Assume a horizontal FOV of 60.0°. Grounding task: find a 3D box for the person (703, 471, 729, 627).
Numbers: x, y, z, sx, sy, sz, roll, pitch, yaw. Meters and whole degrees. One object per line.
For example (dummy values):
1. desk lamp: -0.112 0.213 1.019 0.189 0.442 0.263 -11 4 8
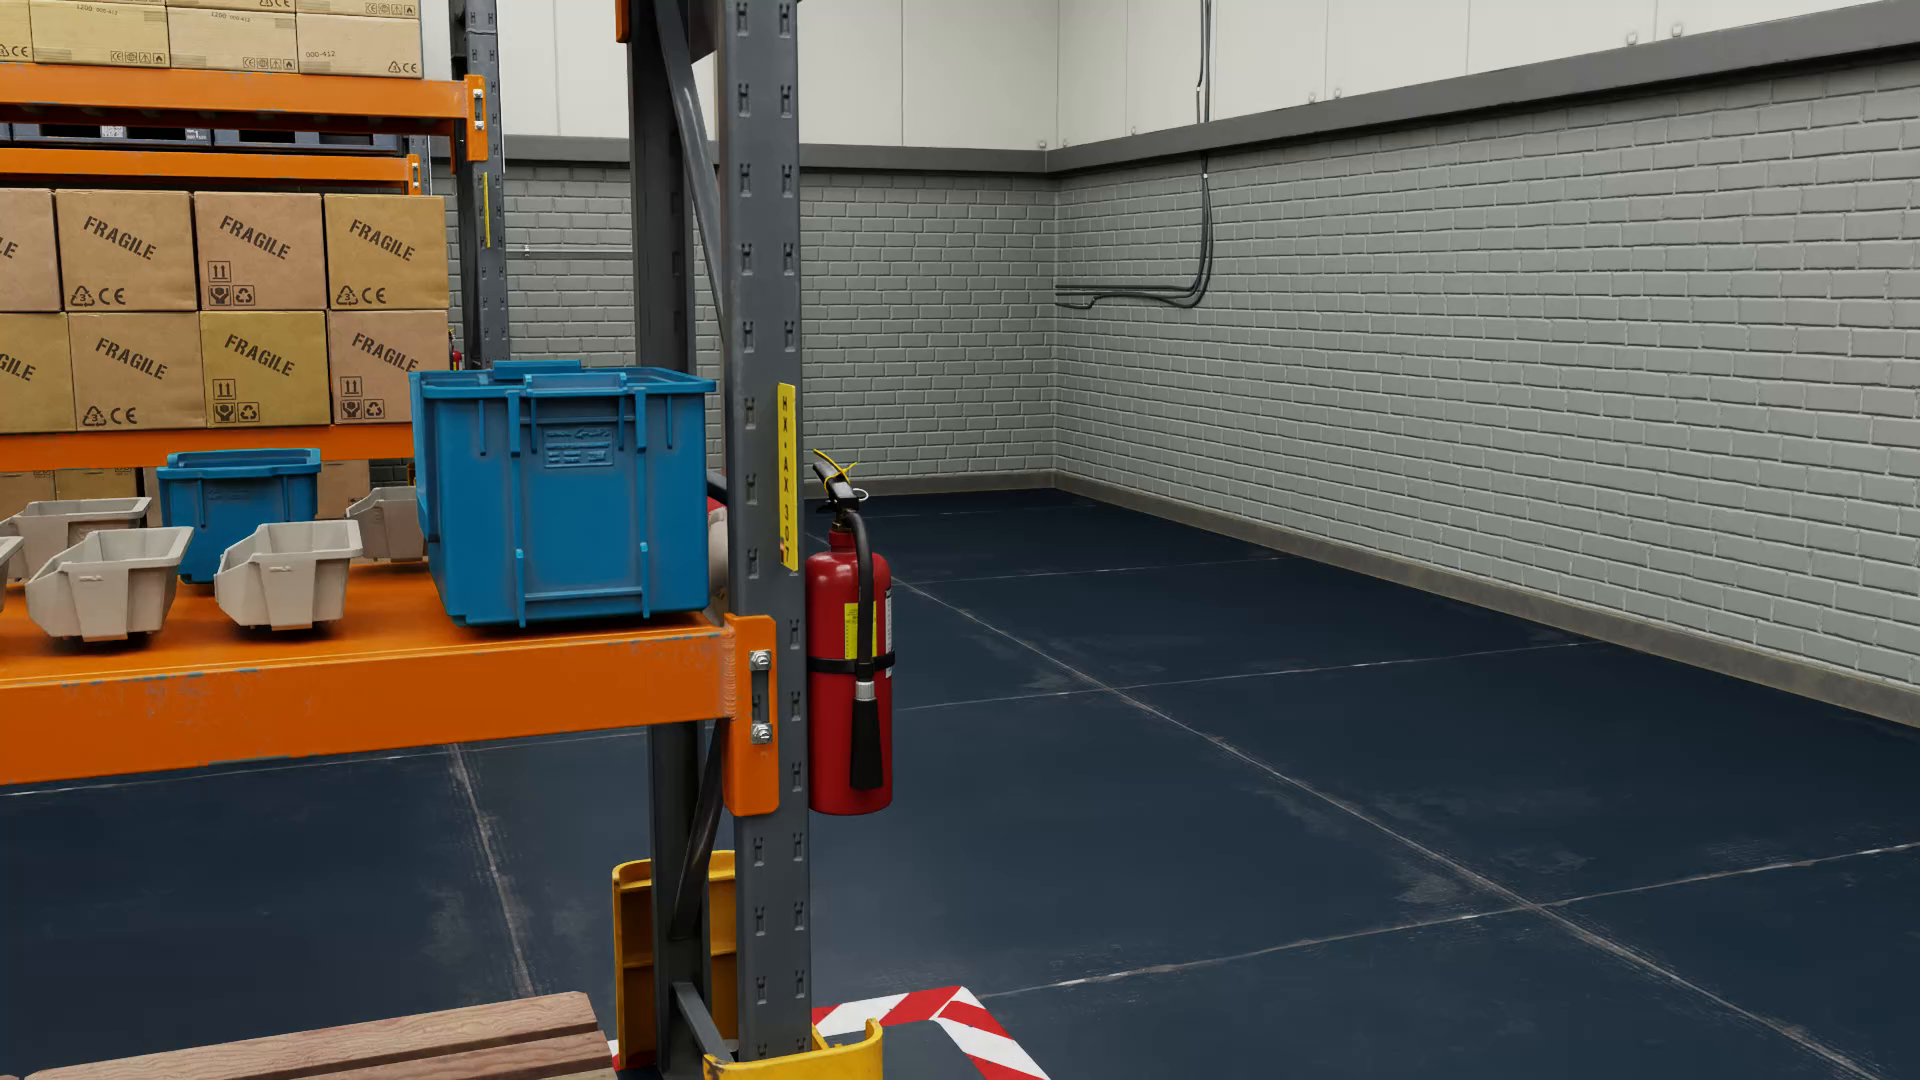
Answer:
1. person: -1.144 0.134 8.128 0.524 0.950 0.943 -4 10 -25
